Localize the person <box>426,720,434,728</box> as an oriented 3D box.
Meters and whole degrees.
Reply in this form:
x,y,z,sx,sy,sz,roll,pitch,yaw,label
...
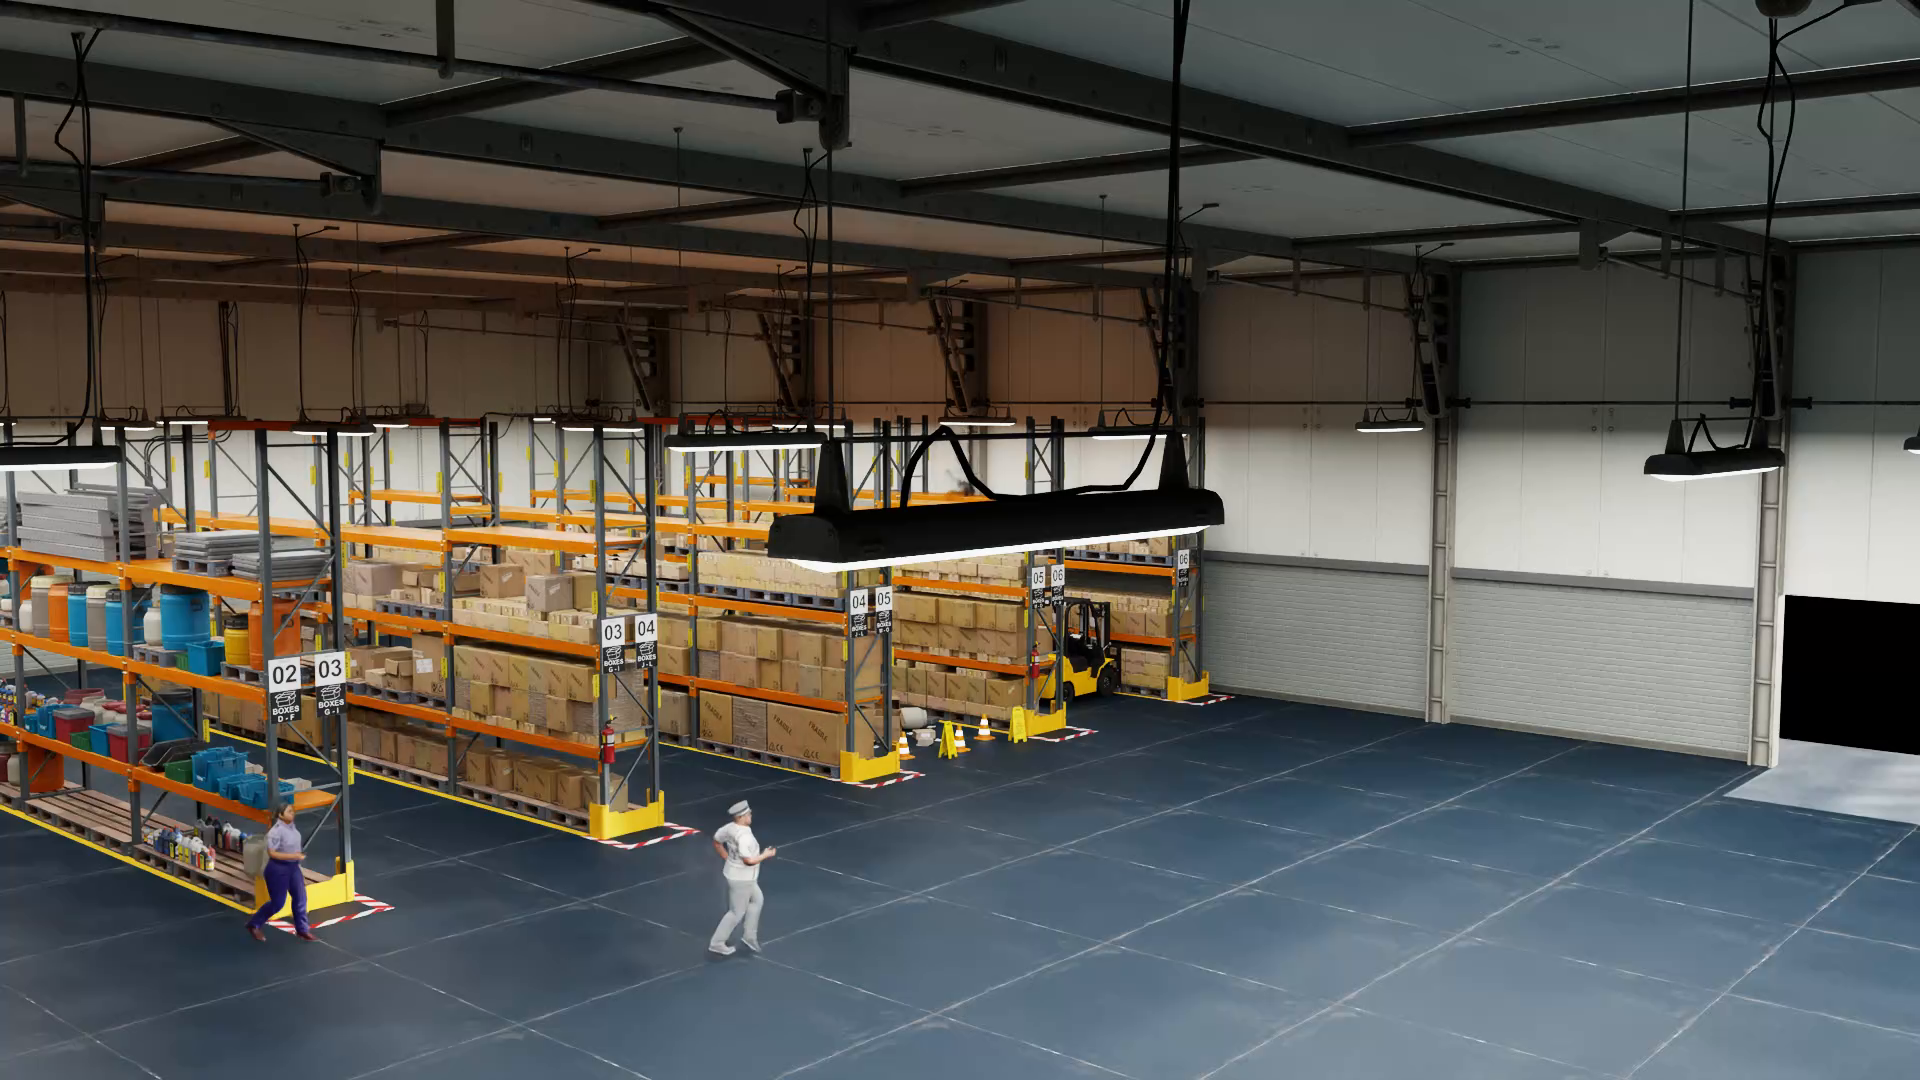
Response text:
x,y,z,sx,sy,sz,roll,pitch,yaw,label
-9.825,2.984,31.065,0.603,1.561,0.570,4,6,43,person

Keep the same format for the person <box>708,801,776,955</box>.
x,y,z,sx,sy,sz,roll,pitch,yaw,label
-2.468,3.887,18.961,0.741,1.847,0.640,-2,5,-20,person

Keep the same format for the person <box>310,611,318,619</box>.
x,y,z,sx,sy,sz,roll,pitch,yaw,label
-14.289,2.414,36.739,0.765,1.719,0.633,-2,5,-19,person

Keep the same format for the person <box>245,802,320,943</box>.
x,y,z,sx,sy,sz,roll,pitch,yaw,label
-7.937,3.895,19.461,0.831,1.677,0.628,0,5,5,person
